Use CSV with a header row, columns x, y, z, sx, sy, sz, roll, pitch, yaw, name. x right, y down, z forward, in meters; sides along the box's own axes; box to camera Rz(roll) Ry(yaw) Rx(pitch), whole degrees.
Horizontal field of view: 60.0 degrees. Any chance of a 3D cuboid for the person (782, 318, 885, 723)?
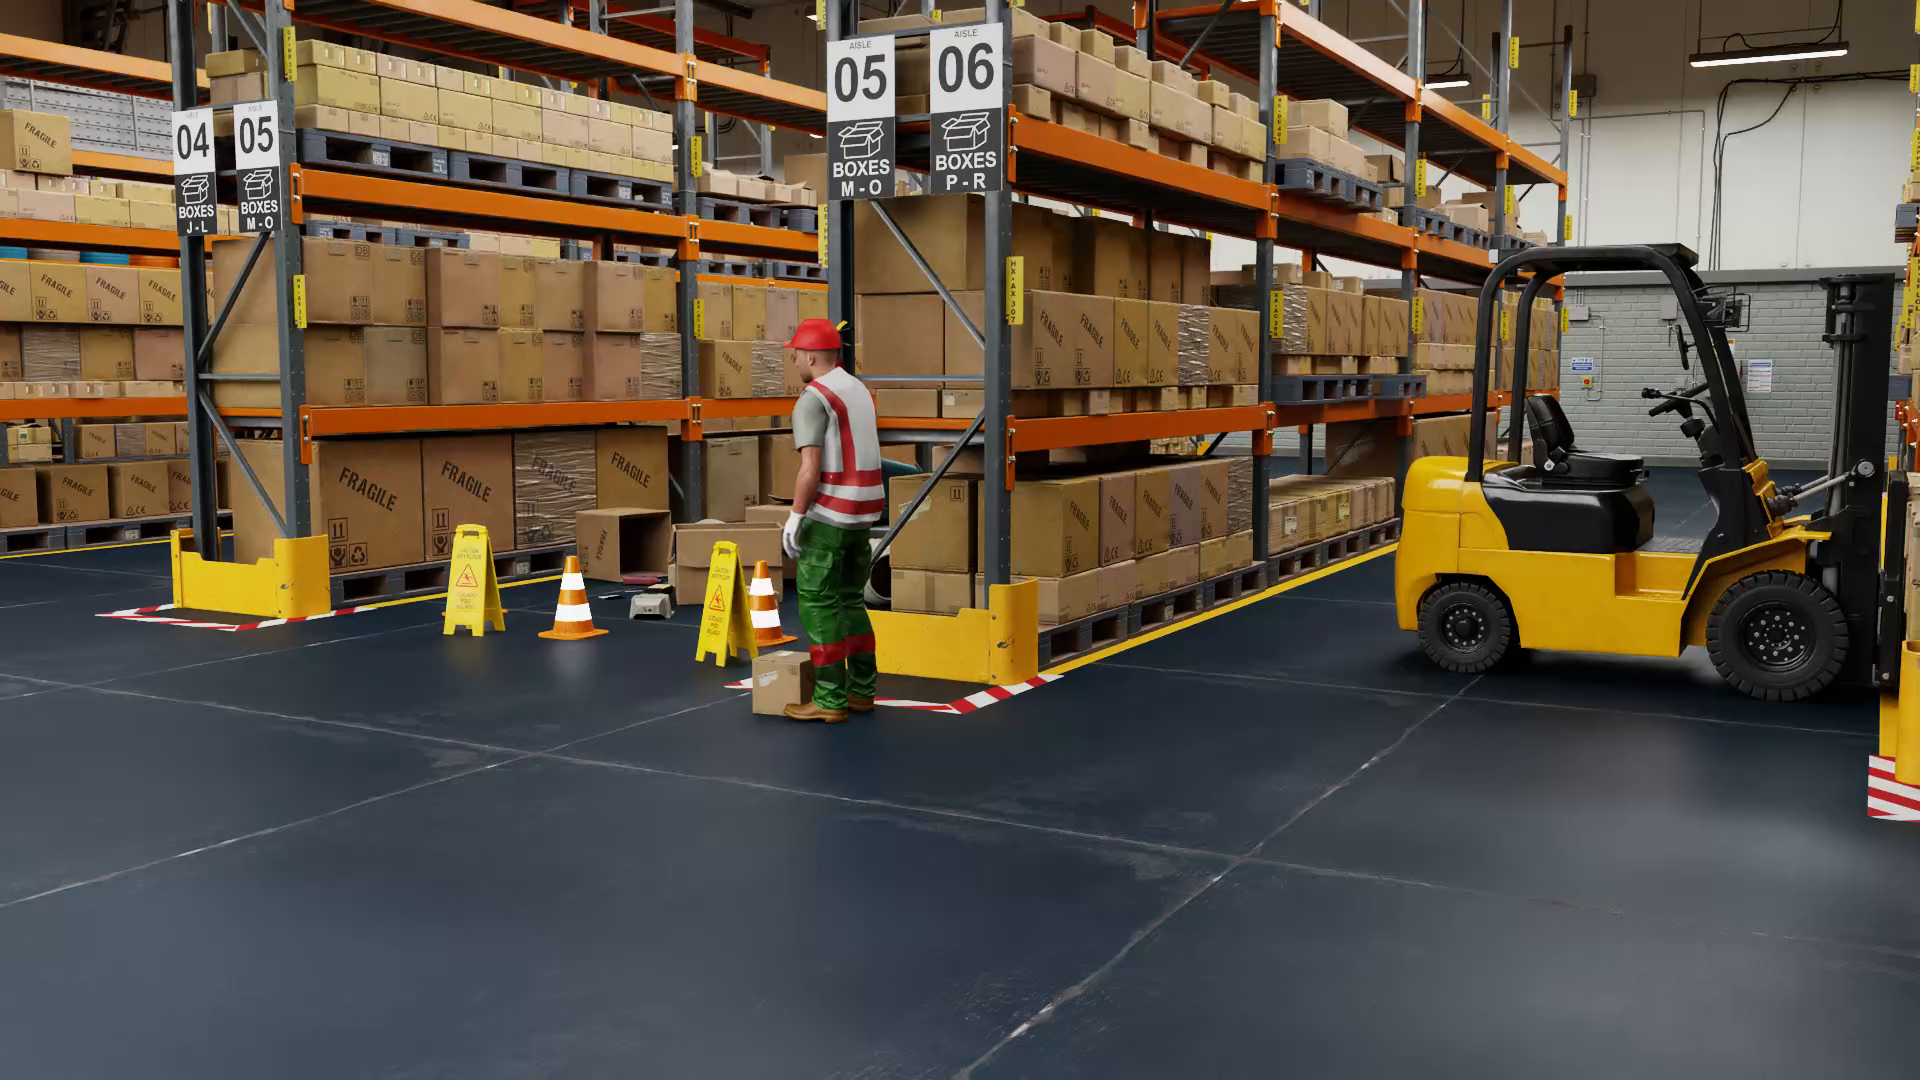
x,y,z,sx,sy,sz,roll,pitch,yaw,name
-0.573,-0.093,7.412,0.449,1.779,0.609,3,7,29,person
